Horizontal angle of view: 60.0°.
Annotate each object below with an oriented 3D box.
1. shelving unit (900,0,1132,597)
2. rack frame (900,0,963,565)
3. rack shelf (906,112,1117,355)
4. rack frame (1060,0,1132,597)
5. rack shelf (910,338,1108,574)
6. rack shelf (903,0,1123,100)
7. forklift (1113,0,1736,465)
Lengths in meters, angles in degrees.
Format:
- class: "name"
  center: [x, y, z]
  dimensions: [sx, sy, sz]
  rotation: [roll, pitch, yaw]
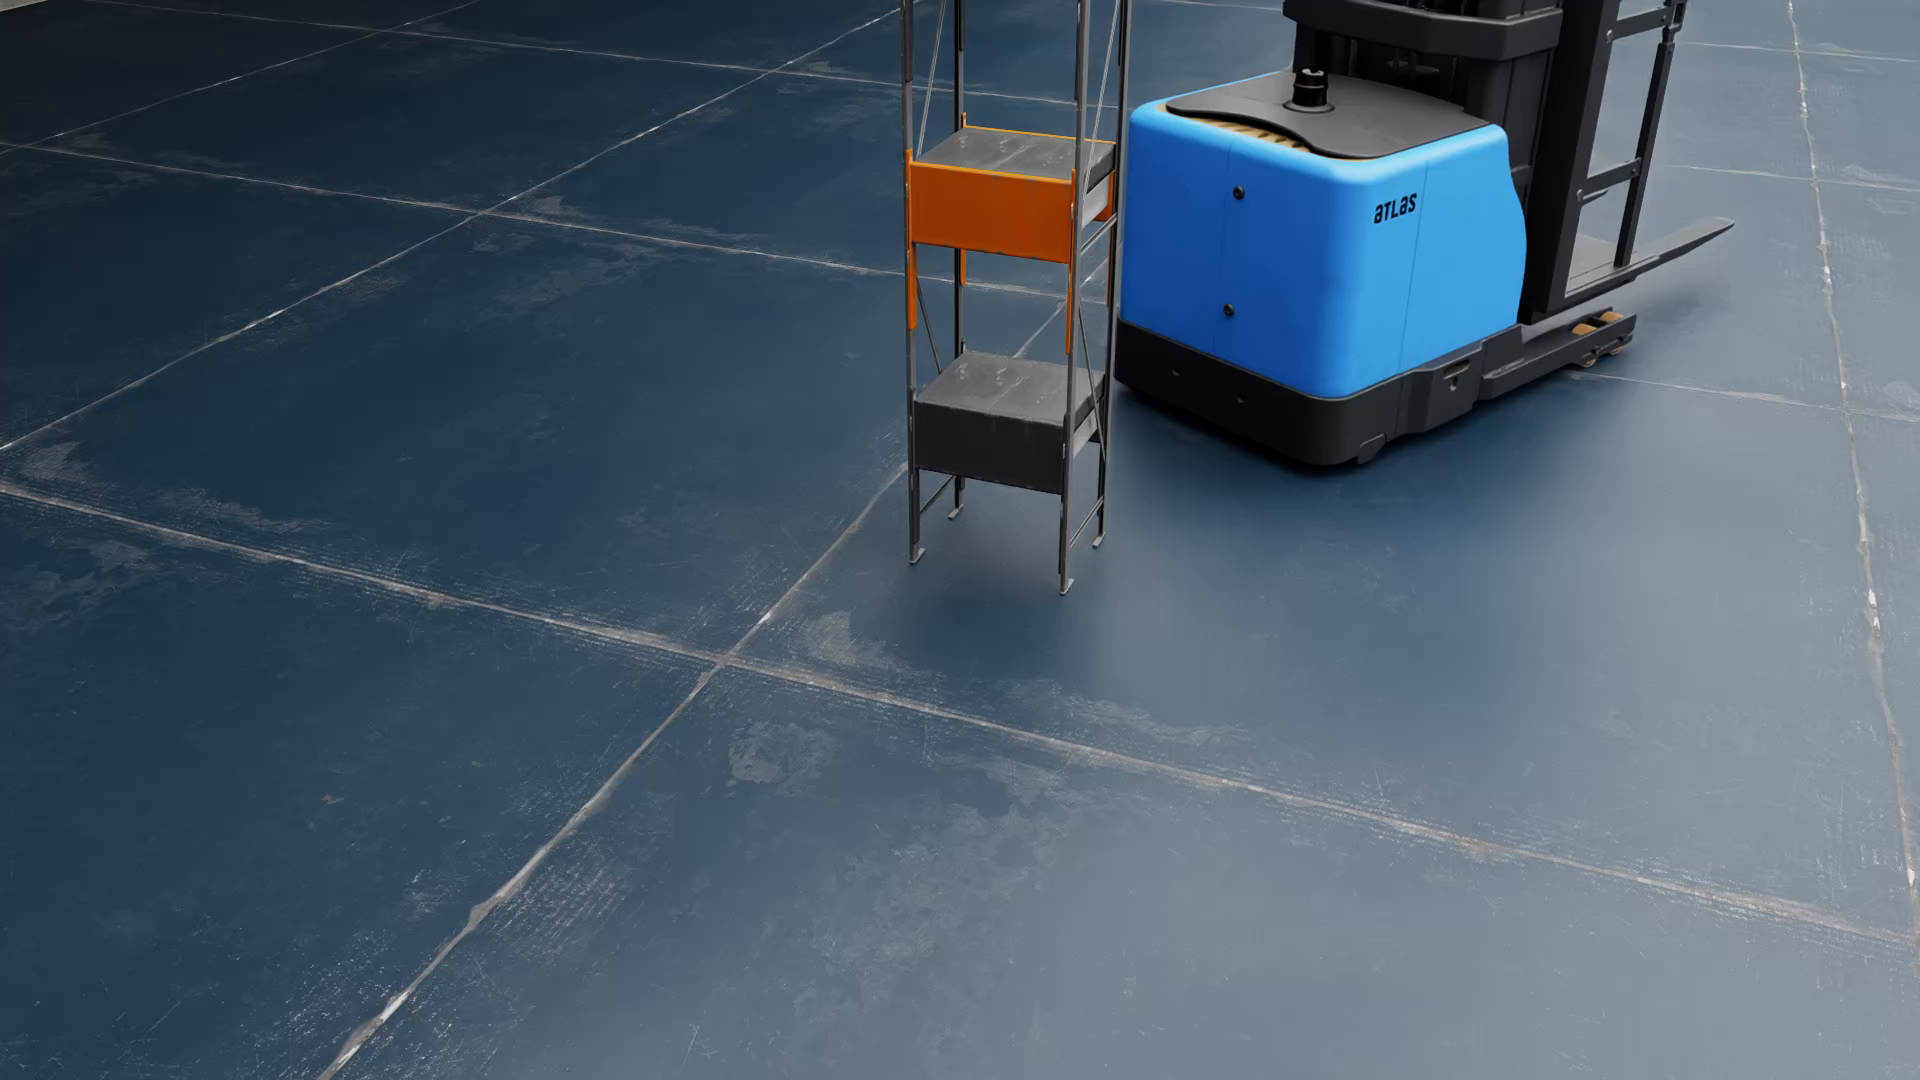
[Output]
- class: "shelving unit"
  center: [0.153, -0.883, 4.679]
  dimensions: [0.503, 2.100, 0.431]
  rotation: [11, 31, 19]
- class: "rack frame"
  center: [-0.073, -0.929, 4.759]
  dimensions: [0.015, 2.100, 0.400]
  rotation: [11, 31, 19]
- class: "rack shelf"
  center: [0.153, -0.872, 4.686]
  dimensions: [0.480, 0.518, 0.431]
  rotation: [11, 31, 19]
- class: "rack frame"
  center: [0.379, -0.838, 4.599]
  dimensions: [0.015, 2.100, 0.400]
  rotation: [11, 31, 19]
- class: "rack shelf"
  center: [0.153, -0.262, 5.030]
  dimensions: [0.480, 0.518, 0.431]
  rotation: [11, 31, 19]
- class: "rack shelf"
  center: [0.153, -1.481, 4.341]
  dimensions: [0.480, 0.518, 0.431]
  rotation: [11, 31, 19]
- class: "forklift"
  center: [2.018, -2.119, 6.020]
  dimensions: [3.031, 2.935, 1.130]
  rotation: [-23, 37, -34]
